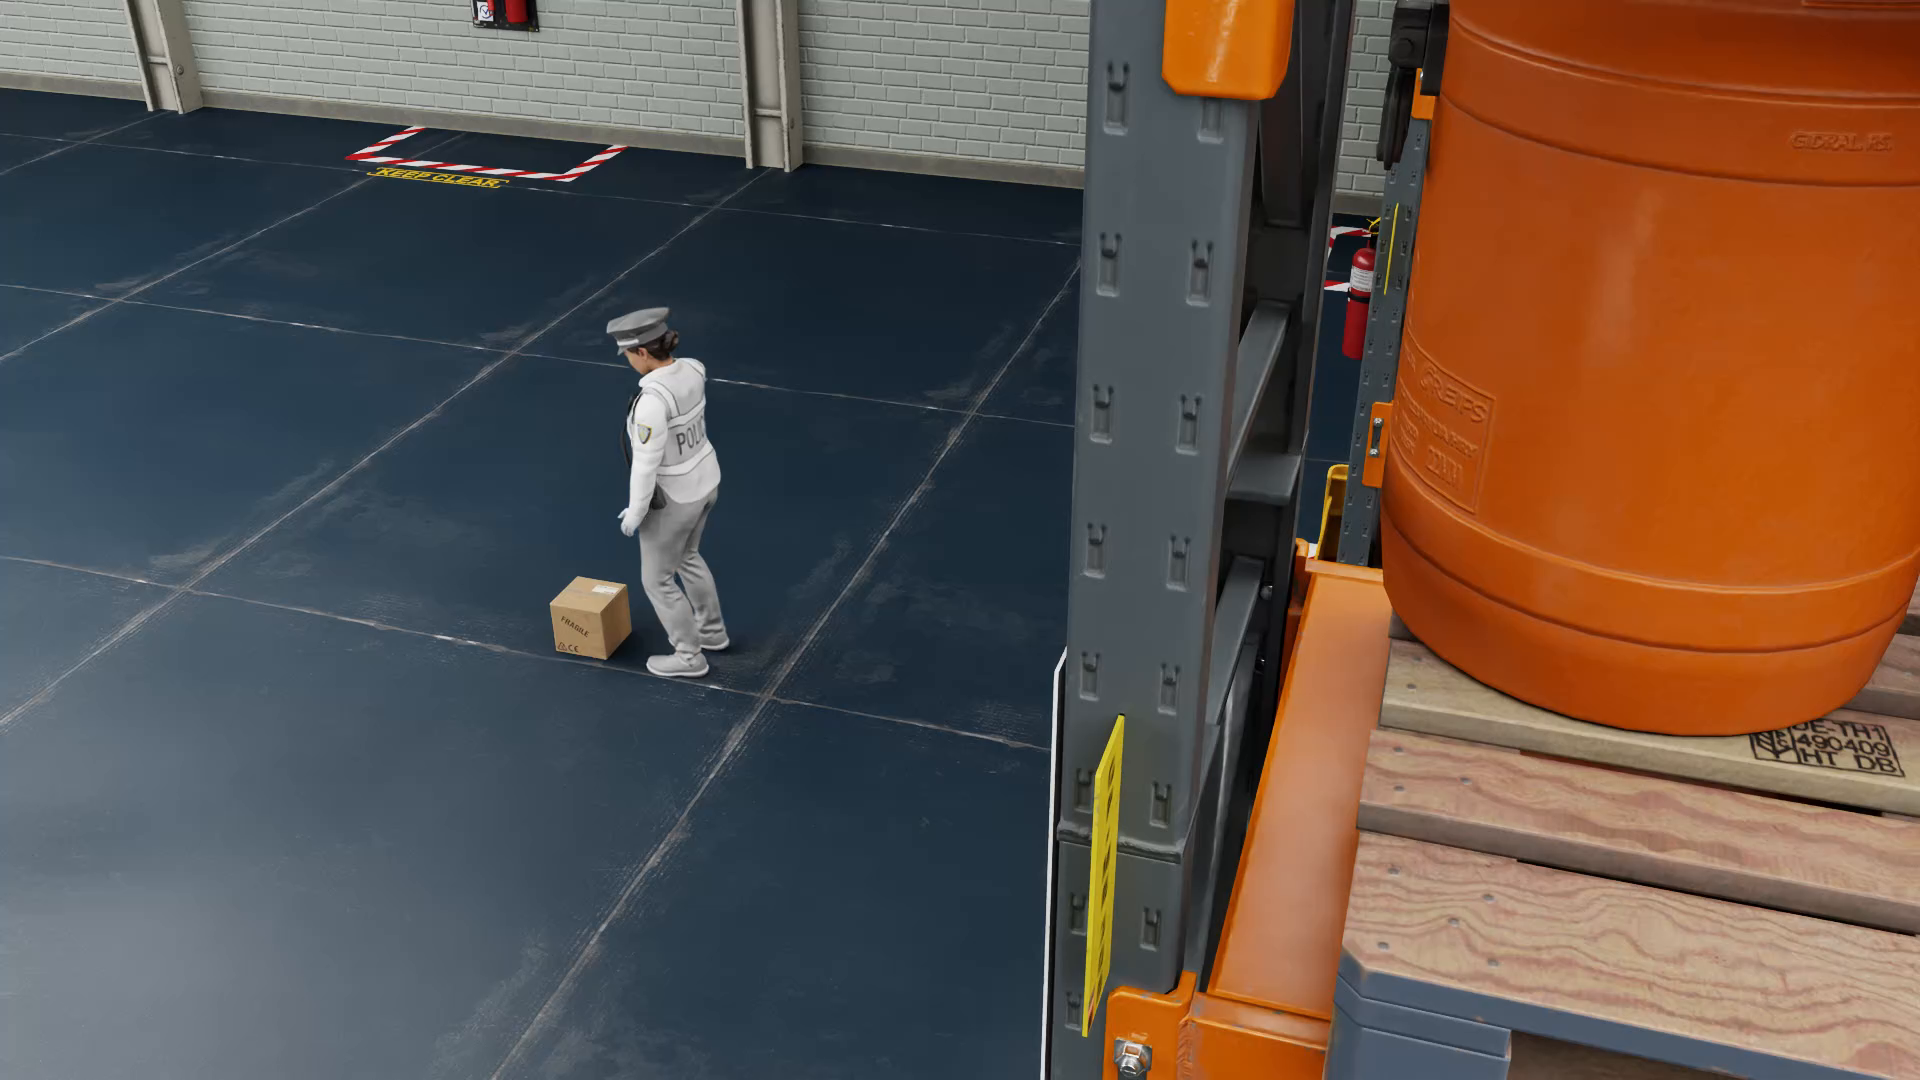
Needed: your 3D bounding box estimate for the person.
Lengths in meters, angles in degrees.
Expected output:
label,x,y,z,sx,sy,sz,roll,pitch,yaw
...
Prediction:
label,x,y,z,sx,sy,sz,roll,pitch,yaw
person,-1.213,-0.177,6.966,0.381,1.652,0.485,9,31,16
